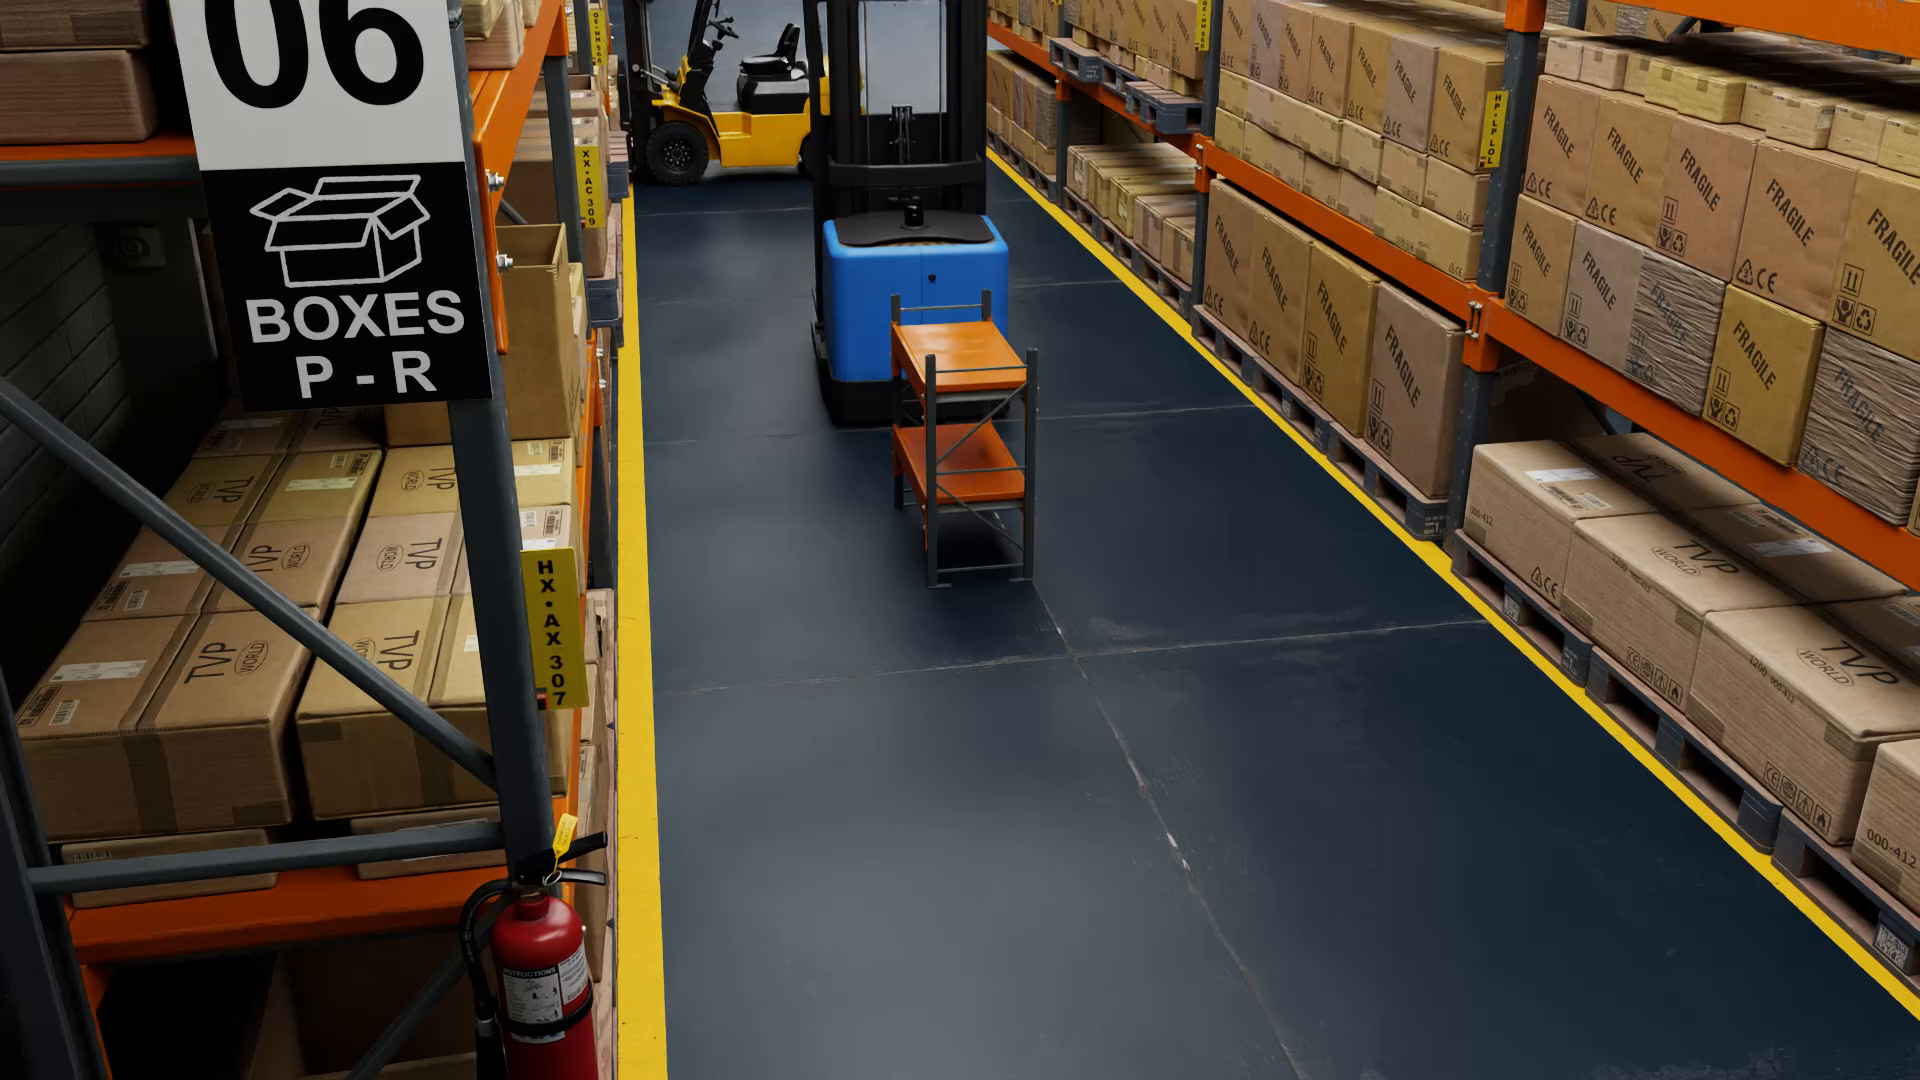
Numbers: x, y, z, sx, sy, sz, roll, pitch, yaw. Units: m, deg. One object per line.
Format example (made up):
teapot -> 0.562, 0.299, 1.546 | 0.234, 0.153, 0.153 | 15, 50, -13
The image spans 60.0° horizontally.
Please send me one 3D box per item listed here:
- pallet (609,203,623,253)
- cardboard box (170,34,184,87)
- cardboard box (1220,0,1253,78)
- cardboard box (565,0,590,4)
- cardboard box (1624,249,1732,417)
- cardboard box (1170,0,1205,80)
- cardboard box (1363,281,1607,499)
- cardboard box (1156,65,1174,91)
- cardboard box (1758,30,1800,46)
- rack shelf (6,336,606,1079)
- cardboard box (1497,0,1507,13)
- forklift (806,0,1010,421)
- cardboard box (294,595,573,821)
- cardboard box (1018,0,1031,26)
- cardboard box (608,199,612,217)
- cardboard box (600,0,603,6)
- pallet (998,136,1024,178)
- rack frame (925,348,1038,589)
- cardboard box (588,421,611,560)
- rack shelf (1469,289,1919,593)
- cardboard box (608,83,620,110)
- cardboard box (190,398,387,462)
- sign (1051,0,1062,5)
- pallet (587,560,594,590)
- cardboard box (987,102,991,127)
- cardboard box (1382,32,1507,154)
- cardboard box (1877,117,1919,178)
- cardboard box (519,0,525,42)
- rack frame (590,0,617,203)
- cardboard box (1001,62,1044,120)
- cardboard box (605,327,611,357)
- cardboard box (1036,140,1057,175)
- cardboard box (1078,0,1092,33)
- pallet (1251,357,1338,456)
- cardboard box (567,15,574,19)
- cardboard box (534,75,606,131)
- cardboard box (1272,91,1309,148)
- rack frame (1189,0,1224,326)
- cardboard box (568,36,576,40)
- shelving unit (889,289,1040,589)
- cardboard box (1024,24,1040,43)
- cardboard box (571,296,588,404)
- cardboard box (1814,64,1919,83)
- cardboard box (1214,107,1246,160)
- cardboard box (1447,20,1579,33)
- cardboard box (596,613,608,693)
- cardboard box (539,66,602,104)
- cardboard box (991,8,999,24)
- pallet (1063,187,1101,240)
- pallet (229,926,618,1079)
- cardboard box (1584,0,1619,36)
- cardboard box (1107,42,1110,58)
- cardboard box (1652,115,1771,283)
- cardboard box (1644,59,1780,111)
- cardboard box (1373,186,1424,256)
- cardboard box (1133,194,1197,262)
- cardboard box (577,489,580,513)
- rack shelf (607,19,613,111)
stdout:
pallet -> -3.320, -2.553, 13.831 | 1.003, 0.211, 1.213 | -4, 24, -10
cardboard box -> -1.742, -0.963, 3.274 | 0.380, 0.149, 0.250 | -4, 24, -8
cardboard box -> 1.973, -3.205, 10.466 | 0.500, 0.500, 0.500 | -5, 24, -12
cardboard box -> -3.148, -4.242, 13.280 | 0.380, 0.149, 0.250 | -5, 24, -11
cardboard box -> 2.866, -0.787, 6.179 | 0.500, 0.500, 0.500 | -4, 24, -9
cardboard box -> 1.765, -3.446, 11.370 | 0.500, 0.500, 0.500 | -5, 24, -11
cardboard box -> 2.668, -0.796, 8.455 | 0.875, 0.875, 0.875 | -4, 24, -8
cardboard box -> 1.619, -3.297, 11.841 | 0.380, 0.149, 0.250 | -5, 24, -10
cardboard box -> 6.530, -3.718, 12.891 | 0.500, 0.500, 0.500 | -4, 24, -10
rack shelf -> -1.646, 0.146, 5.067 | 1.077, 0.370, 4.000 | -4, 24, -10
cardboard box -> 6.040, -5.541, 17.002 | 0.875, 0.550, 0.550 | -4, 24, -10
forklift -> -0.412, -2.589, 10.516 | 1.130, 2.935, 3.031 | -3, 24, -7
cardboard box -> -1.095, 0.337, 3.547 | 0.500, 0.250, 0.500 | -4, 24, -9
cardboard box -> 0.853, -5.230, 15.981 | 0.500, 0.500, 0.500 | -4, 24, -8
cardboard box -> -3.388, -3.017, 13.853 | 0.875, 0.625, 0.625 | -3, 24, -7
cardboard box -> -3.433, -4.561, 14.819 | 0.500, 0.500, 0.500 | -4, 24, -9
pallet -> 0.994, -3.951, 17.032 | 1.003, 0.211, 1.213 | -4, 24, -10
rack frame -> 0.095, -0.313, 7.561 | 0.500, 1.125, 0.032 | -4, 24, -10
cardboard box -> -1.884, -0.224, 7.615 | 0.500, 0.500, 0.500 | -3, 24, -7
rack shelf -> 3.232, -0.223, 5.912 | 1.077, 0.370, 4.000 | -4, 24, -10
cardboard box -> -3.464, -4.118, 15.593 | 0.500, 0.250, 0.500 | -3, 24, -8
cardboard box -> -1.899, -0.230, 4.844 | 0.500, 0.250, 0.500 | -4, 24, -10
sign -> 0.851, -4.840, 14.502 | 0.100, 0.325, 0.005 | -4, 24, -10
pallet -> -2.203, -0.010, 8.009 | 1.003, 0.211, 1.213 | -4, 24, -10
cardboard box -> 0.520, -4.654, 18.069 | 0.500, 0.250, 0.500 | -5, 24, -10
cardboard box -> 2.429, -2.204, 8.173 | 0.500, 0.500, 0.500 | -4, 24, -9
cardboard box -> 3.048, -1.192, 5.046 | 0.380, 0.149, 0.250 | -4, 24, -8
cardboard box -> -1.212, -1.211, 3.841 | 0.380, 0.149, 0.250 | -4, 24, -10
rack frame -> -3.495, -4.117, 13.929 | 1.000, 3.000, 0.127 | -4, 24, -10
cardboard box -> 0.711, -4.585, 16.975 | 0.500, 0.500, 0.500 | -4, 24, -9
cardboard box -> -2.466, -1.440, 10.399 | 0.500, 0.500, 0.500 | -4, 24, -8
cardboard box -> 1.009, -3.631, 15.727 | 0.500, 0.250, 0.500 | -3, 24, -7
cardboard box -> 1.280, -4.458, 13.688 | 0.500, 0.500, 0.500 | -4, 24, -10
pallet -> 2.416, -0.840, 9.910 | 1.003, 0.211, 1.213 | -4, 24, -10
cardboard box -> -2.823, -3.743, 12.138 | 0.380, 0.149, 0.250 | -5, 24, -11
cardboard box -> -2.272, -2.155, 8.783 | 0.797, 0.503, 0.637 | -5, 24, -11
cardboard box -> 2.148, -2.455, 9.687 | 0.500, 0.250, 0.500 | -4, 24, -10
rack frame -> 2.122, -2.913, 11.171 | 1.000, 3.000, 0.127 | -4, 24, -10
cardboard box -> -2.648, -3.238, 10.981 | 0.380, 0.149, 0.250 | -4, 24, -8
shelving unit -> 0.001, -0.513, 8.019 | 0.538, 1.125, 1.048 | -4, 24, -10
cardboard box -> 0.832, -4.874, 15.976 | 0.380, 0.149, 0.250 | -5, 24, -11
cardboard box -> -1.575, -0.660, 5.829 | 0.500, 0.250, 0.500 | -4, 24, -10
cardboard box -> 3.356, -1.639, 6.069 | 0.380, 0.149, 0.250 | -4, 24, -10
cardboard box -> 1.965, -2.633, 10.718 | 0.500, 0.250, 0.500 | -5, 24, -11
cardboard box -> 2.851, -2.433, 8.699 | 0.500, 0.500, 0.500 | -5, 24, -11
cardboard box -> -1.558, 0.428, 6.414 | 0.396, 0.266, 0.258 | -3, 24, -8
cardboard box -> -2.573, -2.899, 10.702 | 0.500, 0.250, 0.500 | -4, 24, -10
cardboard box -> 0.534, -5.484, 17.372 | 0.380, 0.149, 0.250 | -4, 24, -9
pallet -> 1.528, -2.902, 14.631 | 1.003, 0.211, 1.213 | -4, 24, -10
pallet -> -1.438, 1.537, 4.467 | 1.003, 0.211, 1.213 | -4, 24, -10
cardboard box -> 6.061, -4.711, 15.164 | 0.500, 0.500, 0.500 | -4, 24, -9
cardboard box -> 1.389, -3.916, 13.258 | 0.380, 0.149, 0.250 | -4, 24, -9
cardboard box -> 2.883, -1.237, 5.960 | 0.500, 0.500, 0.500 | -4, 24, -9
cardboard box -> 2.803, -1.698, 6.205 | 0.380, 0.149, 0.250 | -4, 24, -10
cardboard box -> 2.438, -1.629, 8.419 | 0.500, 0.250, 0.500 | -5, 24, -10
cardboard box -> 1.883, -2.414, 12.787 | 0.950, 0.372, 0.625 | -5, 24, -11
cardboard box -> -1.325, -0.044, 4.917 | 0.380, 0.149, 0.250 | -4, 24, -9
rack shelf -> -3.865, -4.574, 15.875 | 1.077, 0.370, 4.000 | -4, 24, -10
